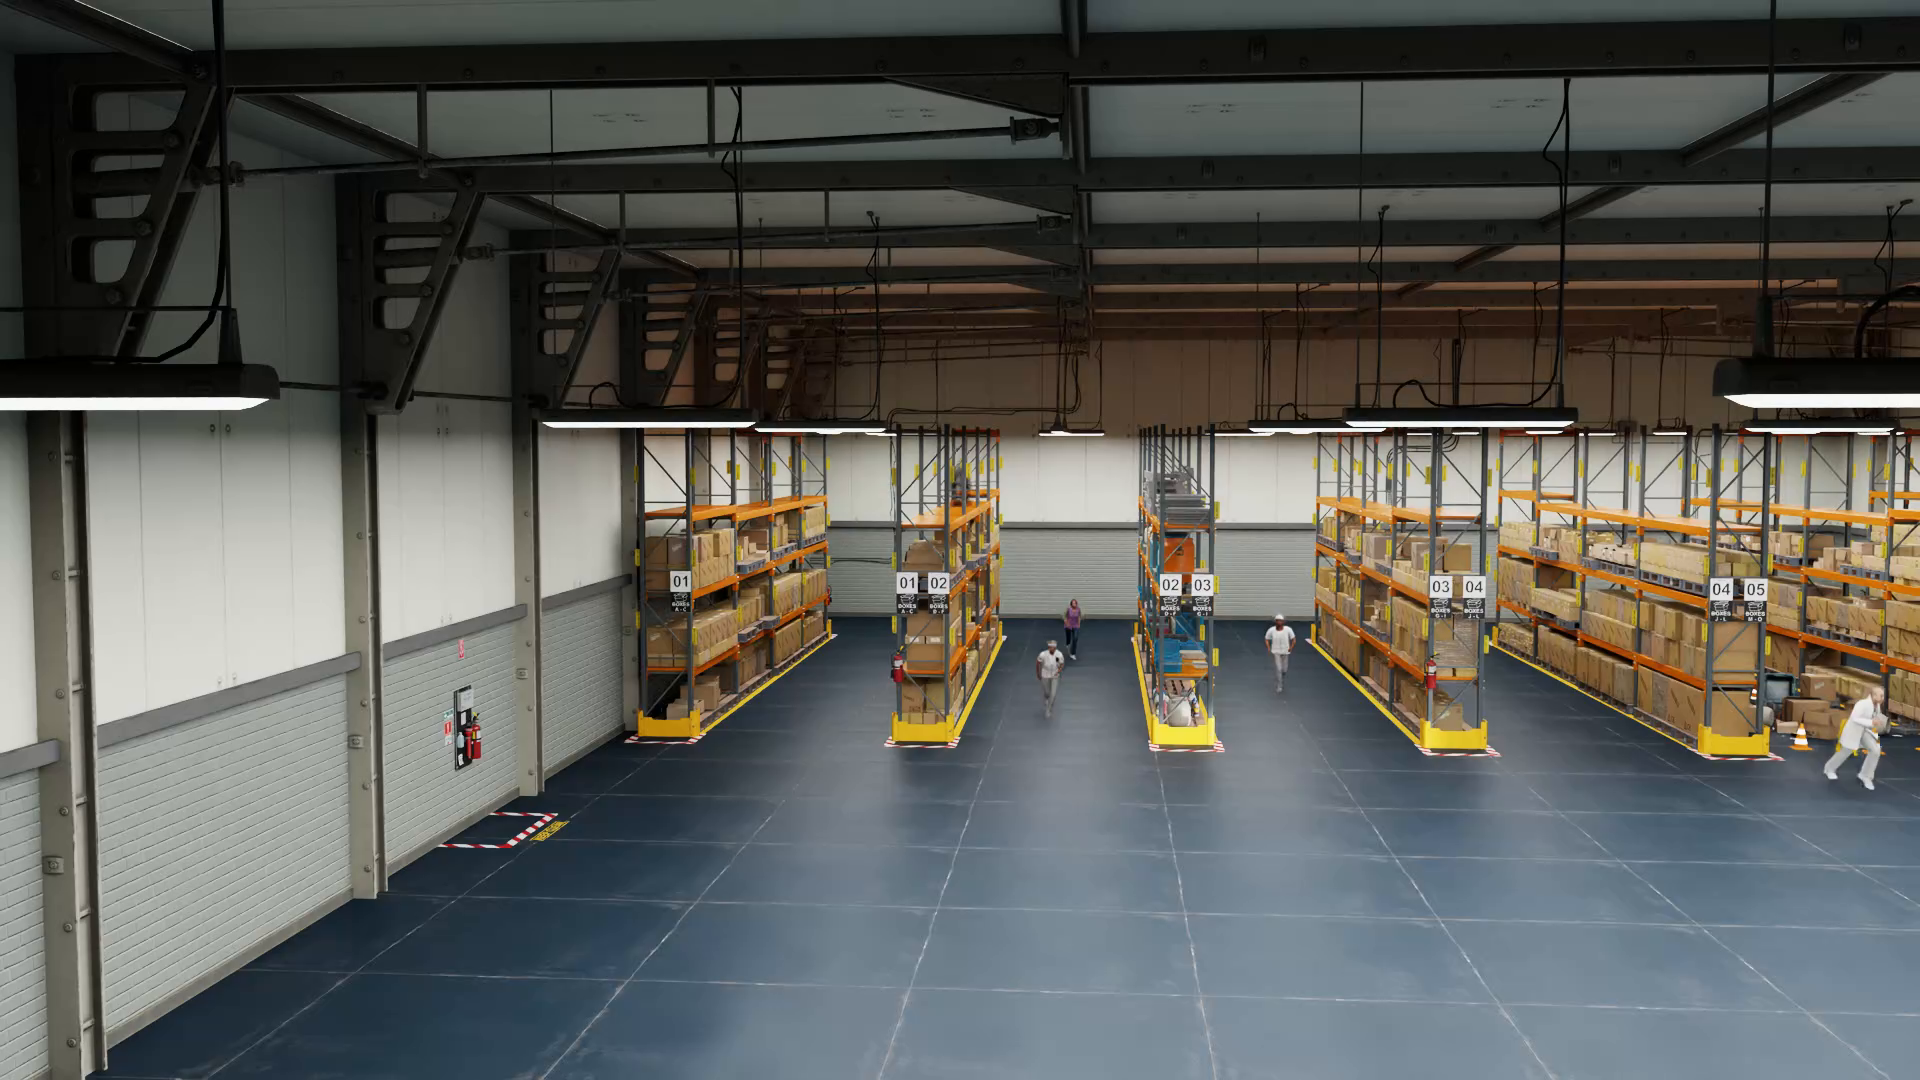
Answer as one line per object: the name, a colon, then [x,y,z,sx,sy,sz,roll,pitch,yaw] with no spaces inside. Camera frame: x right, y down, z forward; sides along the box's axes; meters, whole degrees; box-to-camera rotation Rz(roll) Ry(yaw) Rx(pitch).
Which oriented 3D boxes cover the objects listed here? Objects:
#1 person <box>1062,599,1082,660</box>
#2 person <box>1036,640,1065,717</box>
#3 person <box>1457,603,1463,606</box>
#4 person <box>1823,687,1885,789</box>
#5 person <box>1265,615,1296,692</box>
person: [2.915,2.309,43.436,0.541,1.586,0.964,0,3,-6]
person: [1.867,2.847,34.395,0.565,1.620,0.709,-1,4,-8]
person: [13.607,2.158,45.615,0.604,1.607,0.560,1,4,22]
person: [14.786,3.244,27.451,0.746,1.734,1.072,-2,4,-28]
person: [7.280,2.564,37.809,0.693,1.743,0.659,0,3,7]
